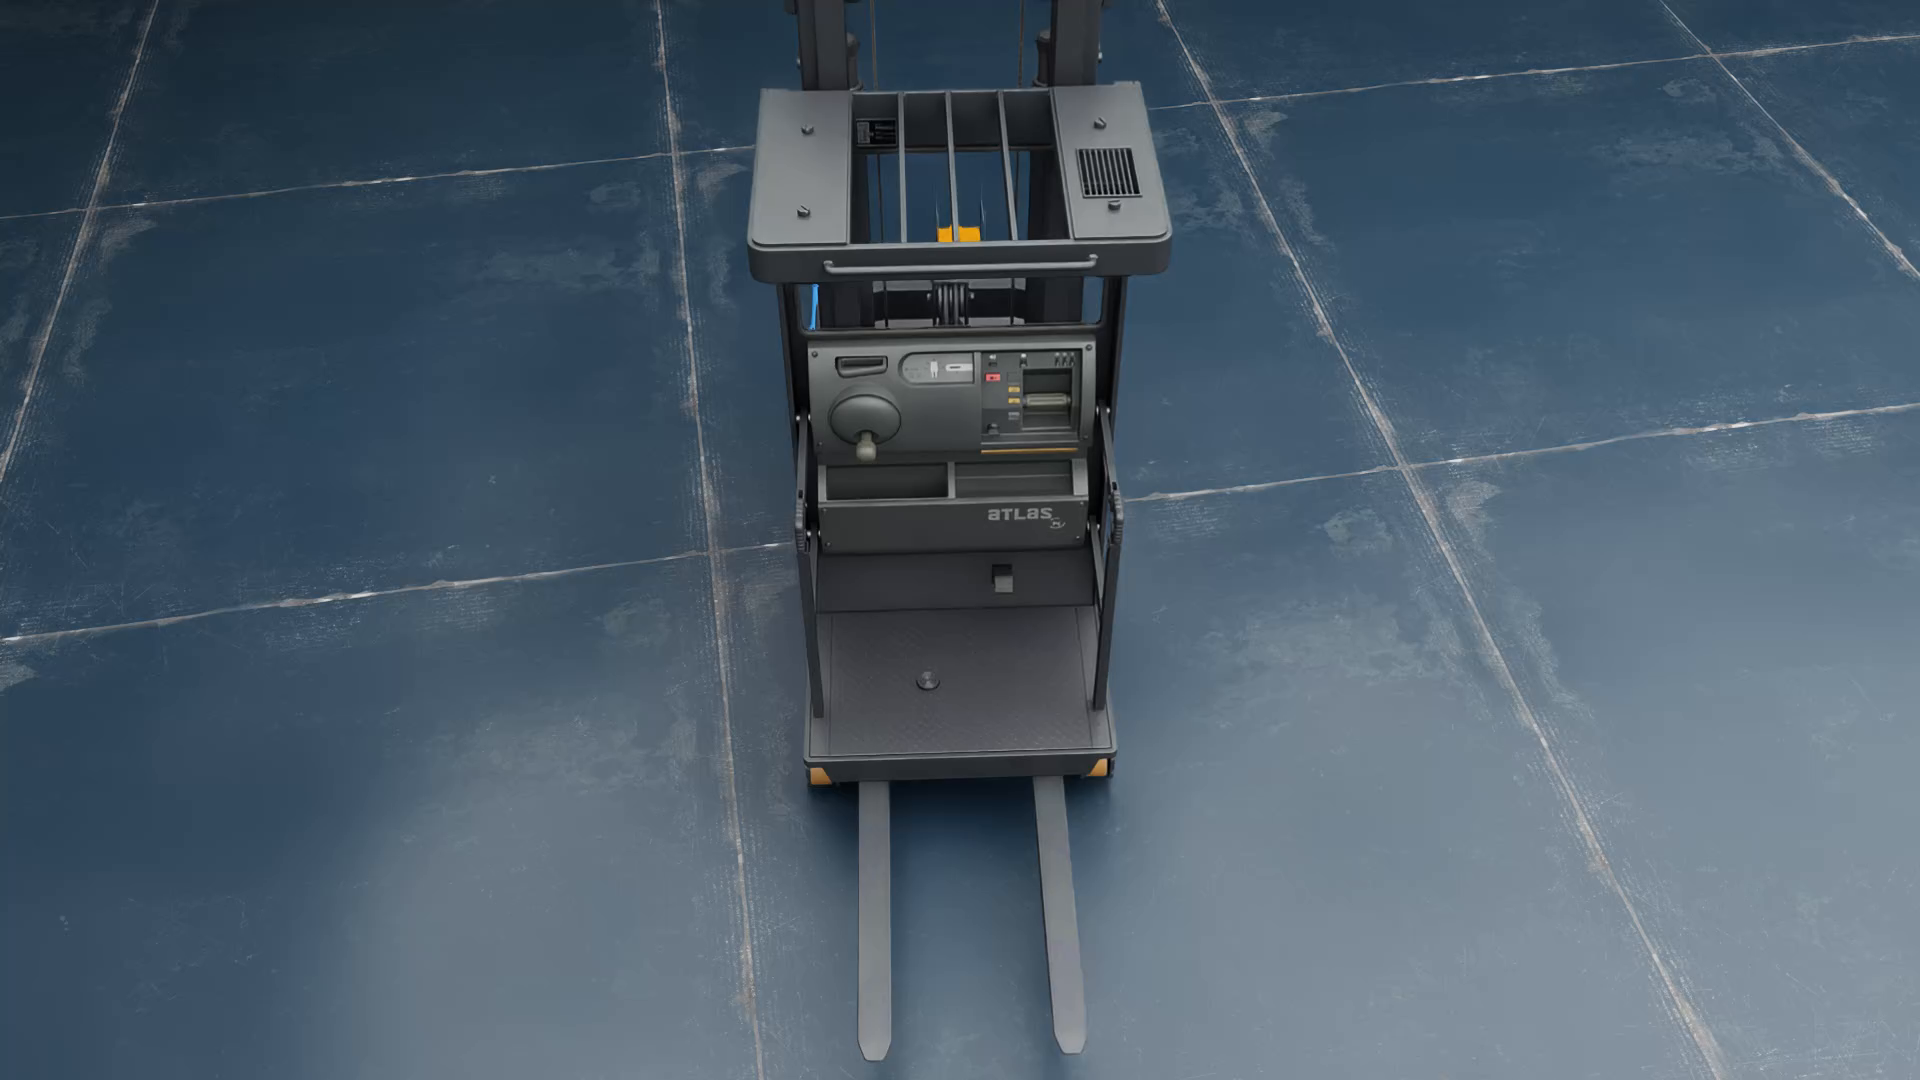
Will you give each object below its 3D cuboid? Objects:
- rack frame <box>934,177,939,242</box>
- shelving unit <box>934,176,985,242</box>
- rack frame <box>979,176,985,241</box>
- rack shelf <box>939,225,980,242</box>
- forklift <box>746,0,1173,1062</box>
[{"bbox_3d":[-0.093,-0.955,7.030,0.006,1.200,0.240,-3,46,-2],"label":"rack frame"},{"bbox_3d":[-0.002,-0.959,7.034,0.189,1.200,0.258,-3,46,-2],"label":"shelving unit"},{"bbox_3d":[0.090,-0.963,7.038,0.006,1.200,0.240,-3,46,-2],"label":"rack frame"},{"bbox_3d":[-0.002,-1.178,6.807,0.180,0.103,0.258,-3,46,-2],"label":"rack shelf"},{"bbox_3d":[-0.014,-0.364,5.259,1.130,2.935,3.031,-2,46,-1],"label":"forklift"}]
